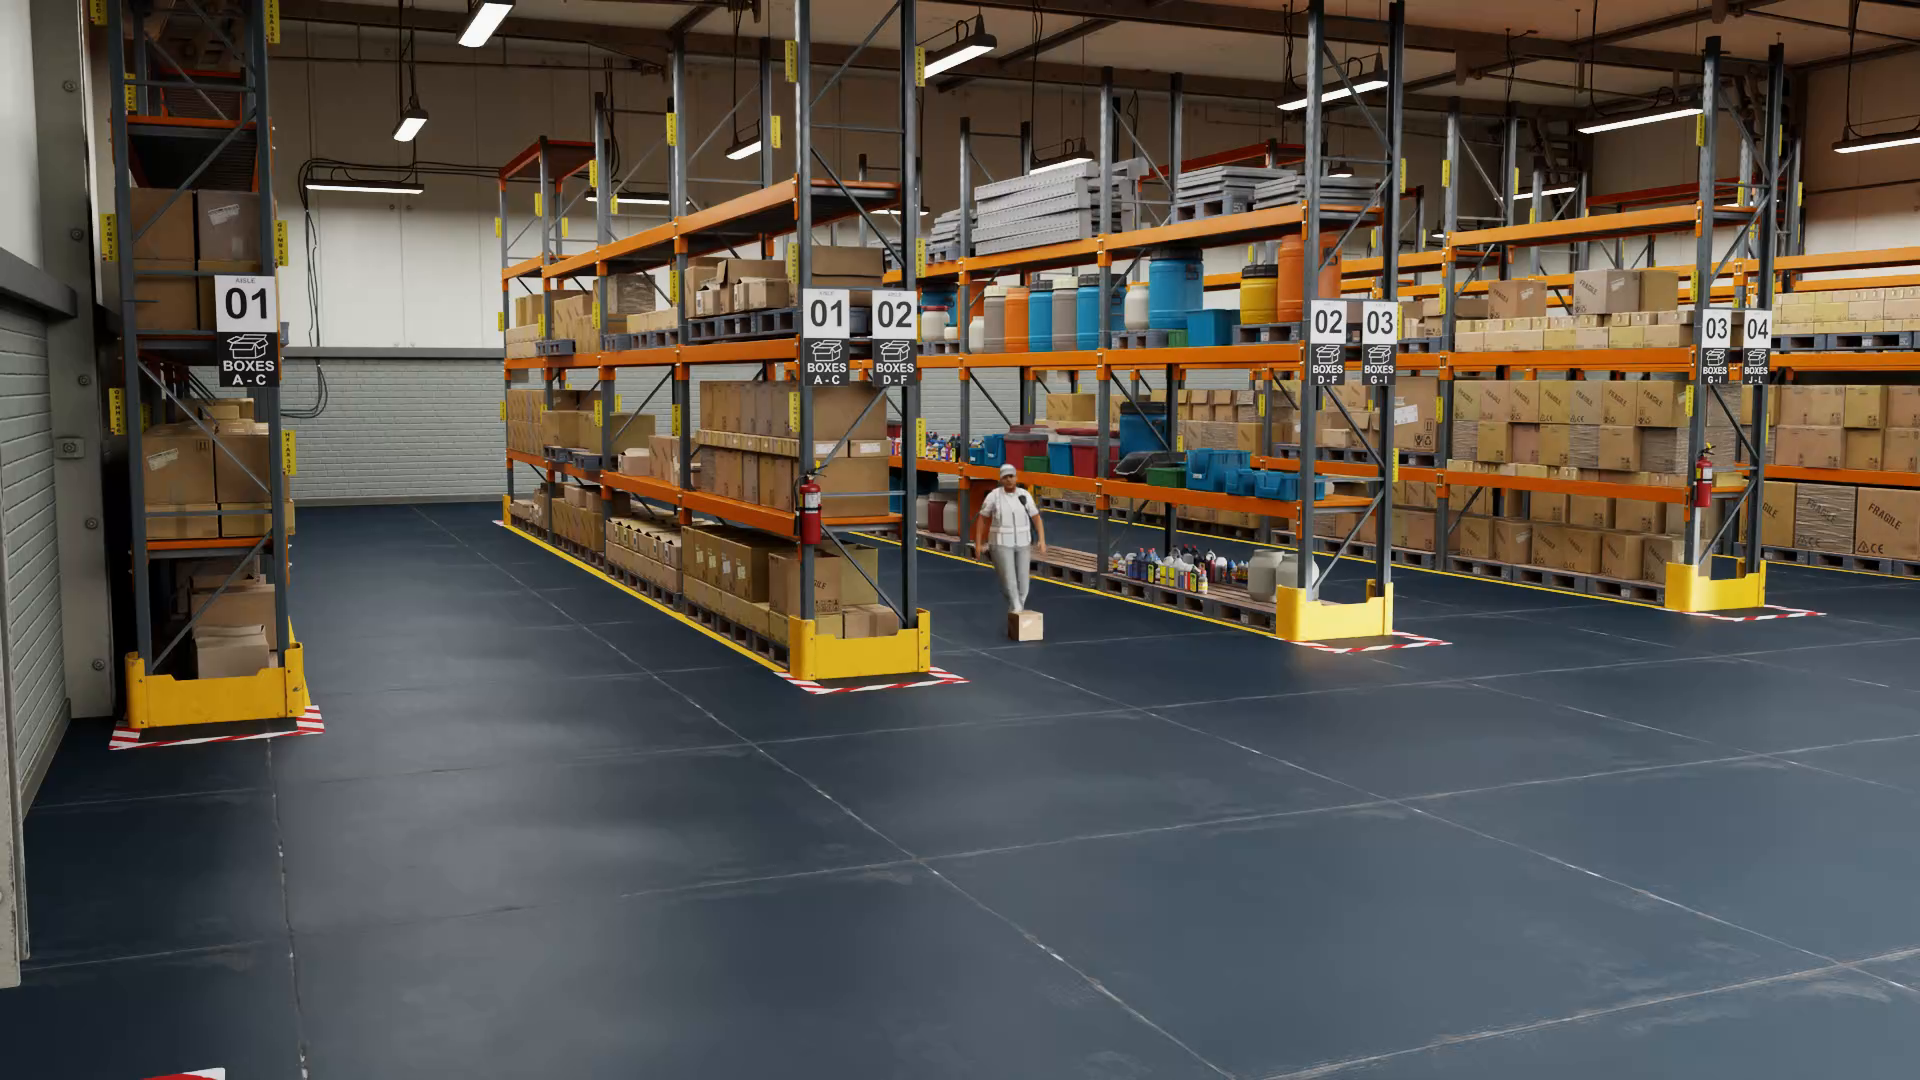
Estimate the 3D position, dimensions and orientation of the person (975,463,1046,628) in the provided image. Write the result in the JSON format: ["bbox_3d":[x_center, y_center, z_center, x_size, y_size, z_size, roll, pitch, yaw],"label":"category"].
[{"bbox_3d":[0.510,0.123,16.144,0.655,1.726,0.563,-2,6,-19],"label":"person"}]
